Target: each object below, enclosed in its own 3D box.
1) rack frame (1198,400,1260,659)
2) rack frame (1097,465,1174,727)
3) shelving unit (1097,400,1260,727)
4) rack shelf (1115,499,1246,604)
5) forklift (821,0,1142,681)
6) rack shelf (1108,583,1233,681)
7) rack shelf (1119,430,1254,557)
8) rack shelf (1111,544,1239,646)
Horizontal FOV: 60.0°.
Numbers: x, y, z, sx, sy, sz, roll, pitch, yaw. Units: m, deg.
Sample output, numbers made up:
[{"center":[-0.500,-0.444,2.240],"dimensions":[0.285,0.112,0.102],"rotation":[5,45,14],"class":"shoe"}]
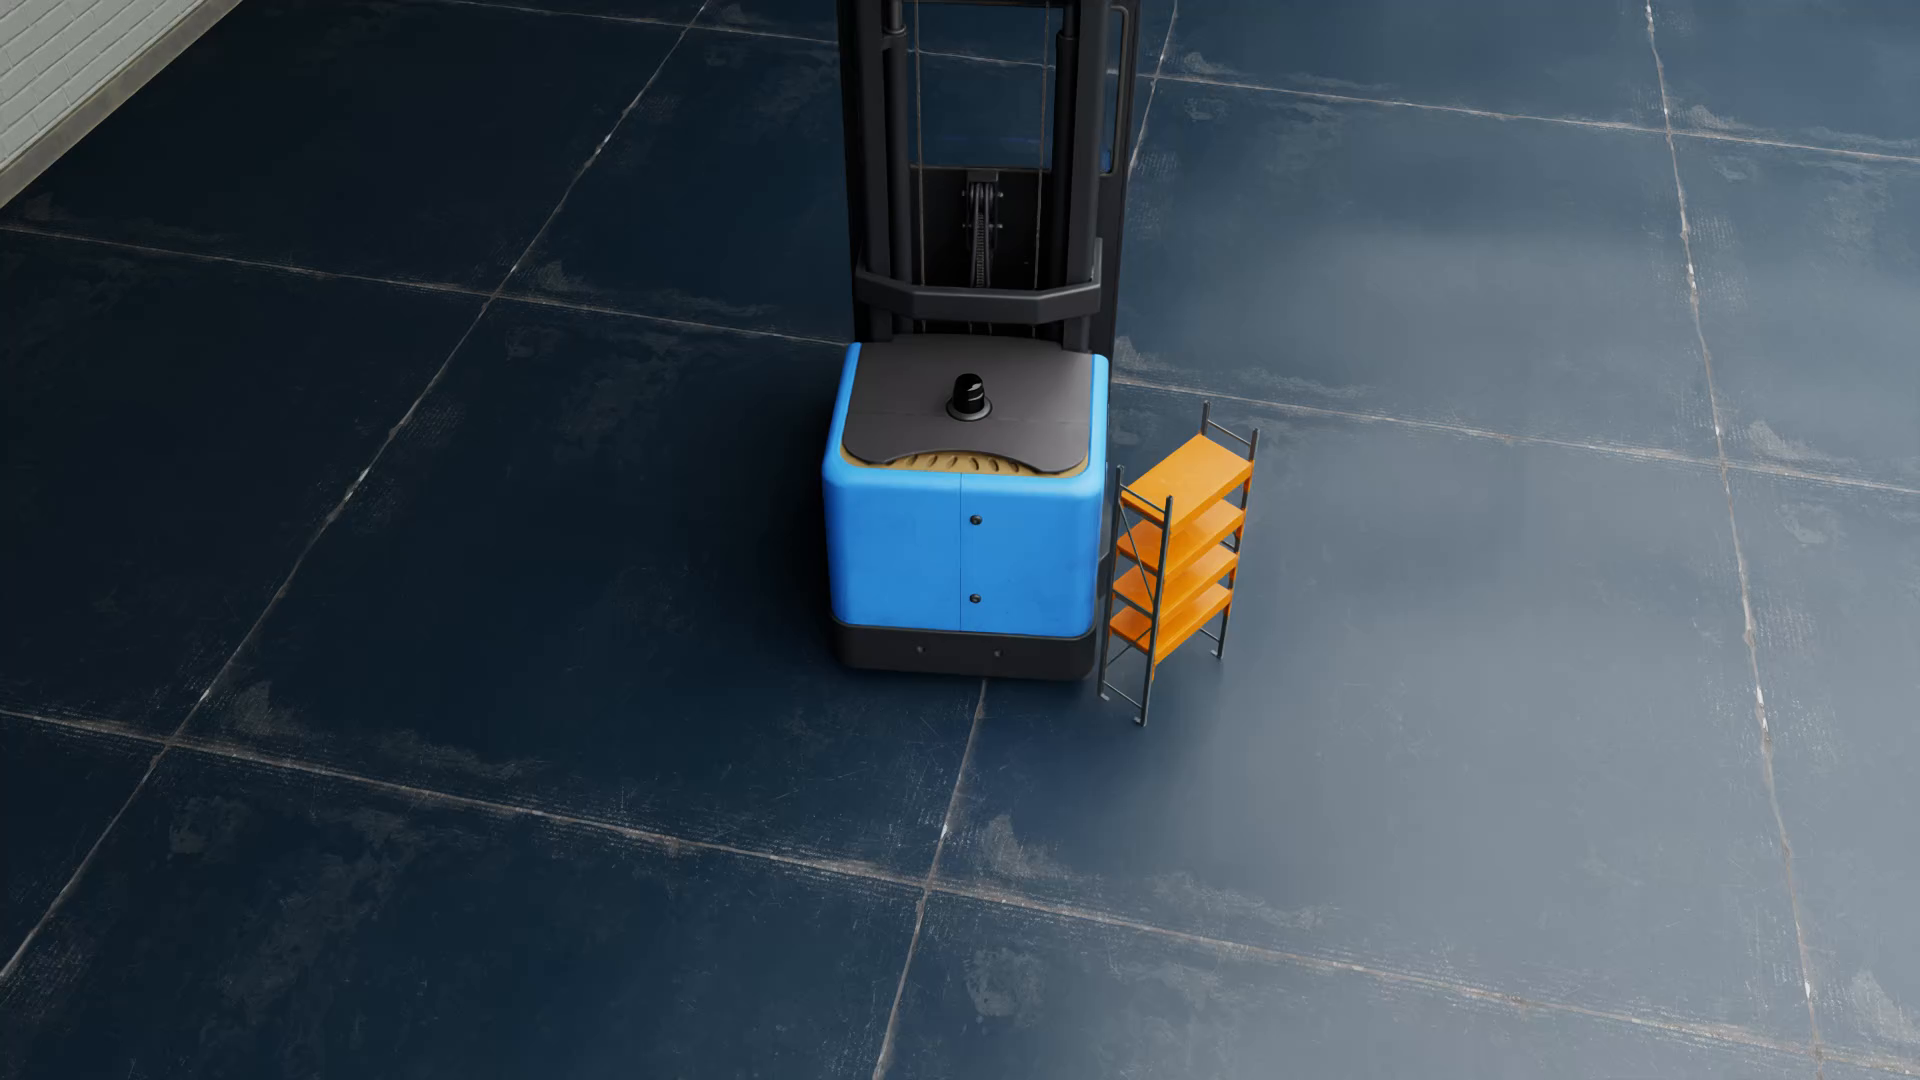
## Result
[{"center":[0.971,-0.011,6.356],"dimensions":[0.240,1.200,0.015],"rotation":[34,53,30],"class":"rack frame"},{"center":[0.633,0.233,6.103],"dimensions":[0.240,1.200,0.015],"rotation":[34,53,30],"class":"rack frame"},{"center":[0.802,0.111,6.230],"dimensions":[0.258,1.200,0.503],"rotation":[34,53,30],"class":"shelving unit"},{"center":[0.802,-0.002,6.121],"dimensions":[0.258,0.148,0.480],"rotation":[34,53,30],"class":"rack shelf"},{"center":[0.124,-1.520,6.676],"dimensions":[1.130,2.935,3.031],"rotation":[3,44,3],"class":"forklift"},{"center":[0.802,0.302,6.414],"dimensions":[0.258,0.148,0.480],"rotation":[34,53,30],"class":"rack shelf"},{"center":[0.802,-0.172,5.957],"dimensions":[0.258,0.148,0.480],"rotation":[34,53,30],"class":"rack shelf"},{"center":[0.802,0.159,6.276],"dimensions":[0.258,0.148,0.480],"rotation":[34,53,30],"class":"rack shelf"}]
